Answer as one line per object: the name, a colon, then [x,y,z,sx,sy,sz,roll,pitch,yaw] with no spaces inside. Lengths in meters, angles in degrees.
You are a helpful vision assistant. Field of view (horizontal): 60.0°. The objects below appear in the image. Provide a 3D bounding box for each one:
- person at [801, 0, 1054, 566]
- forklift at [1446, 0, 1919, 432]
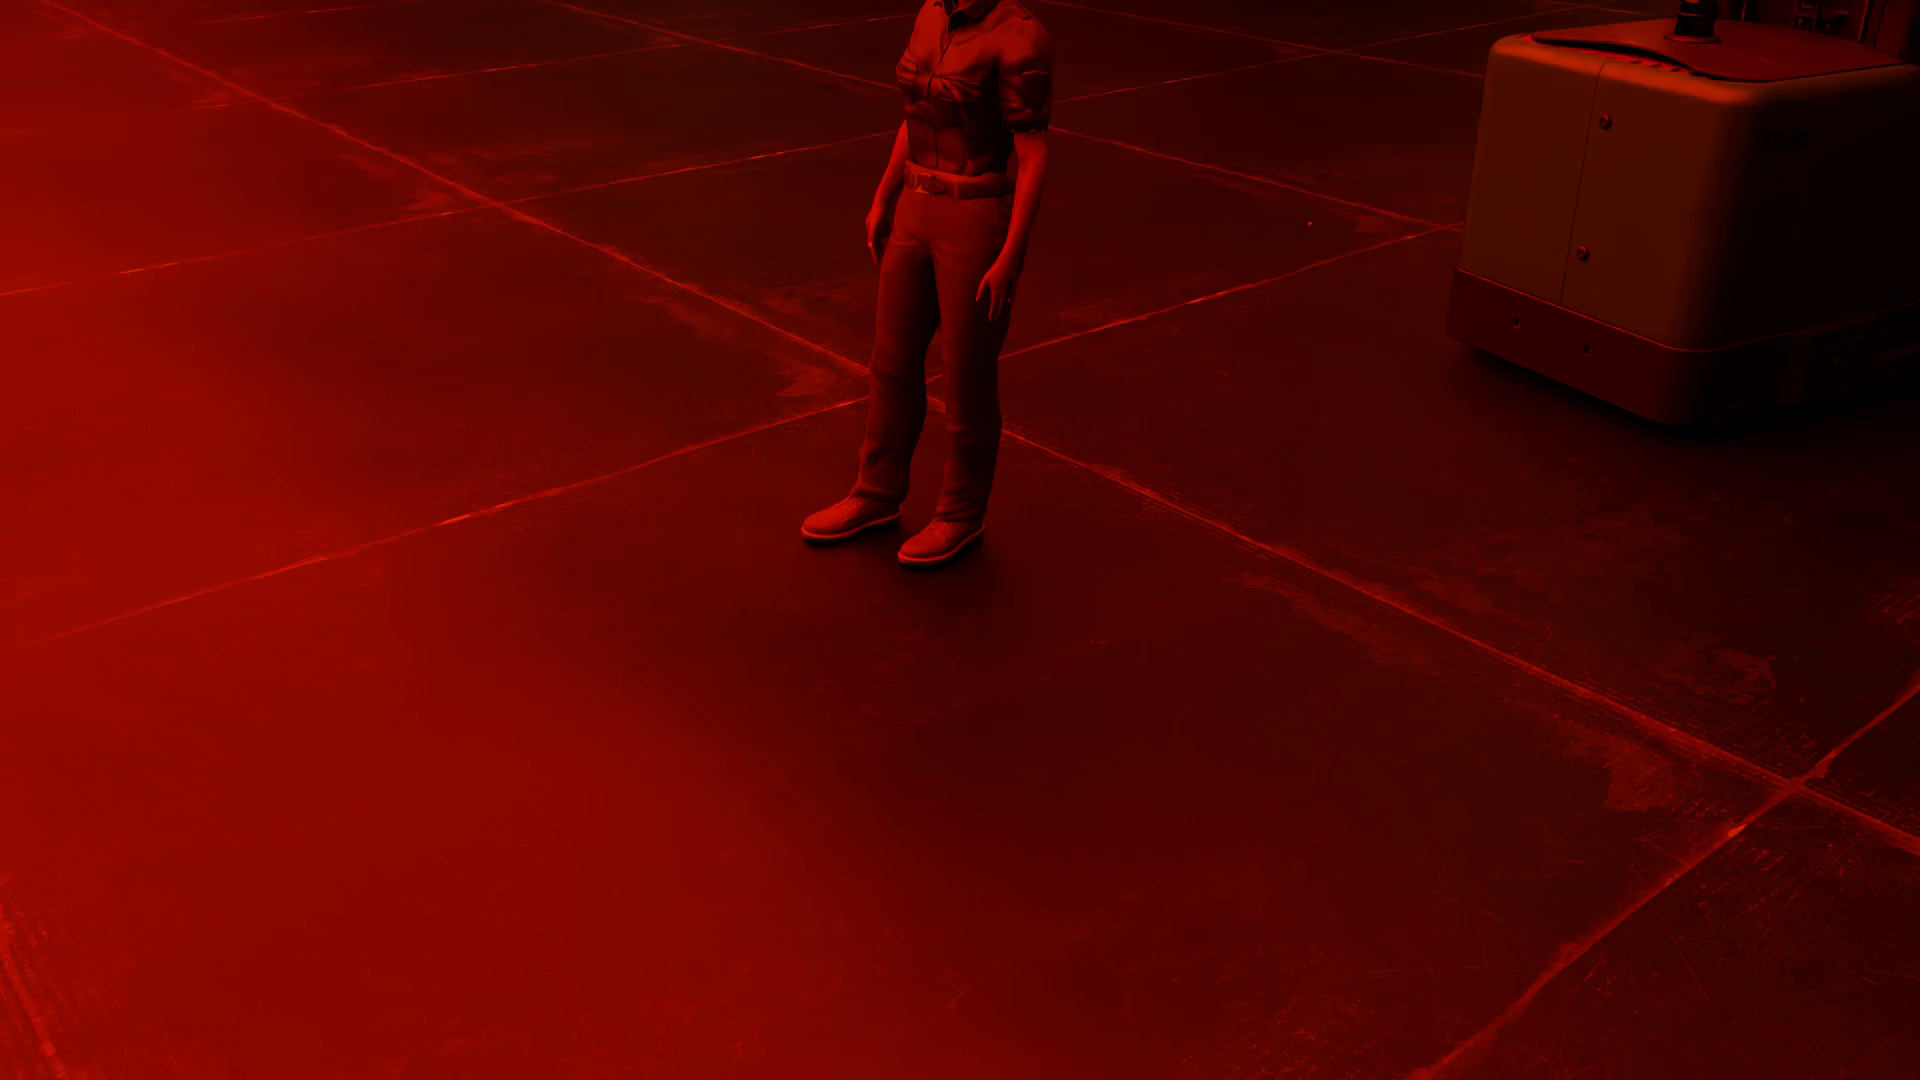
person: [-0.080,-0.730,4.093,0.503,1.656,0.569,-20,33,-35]
forklift: [3.240,-2.097,5.431,3.031,2.935,1.130,-13,29,-25]
